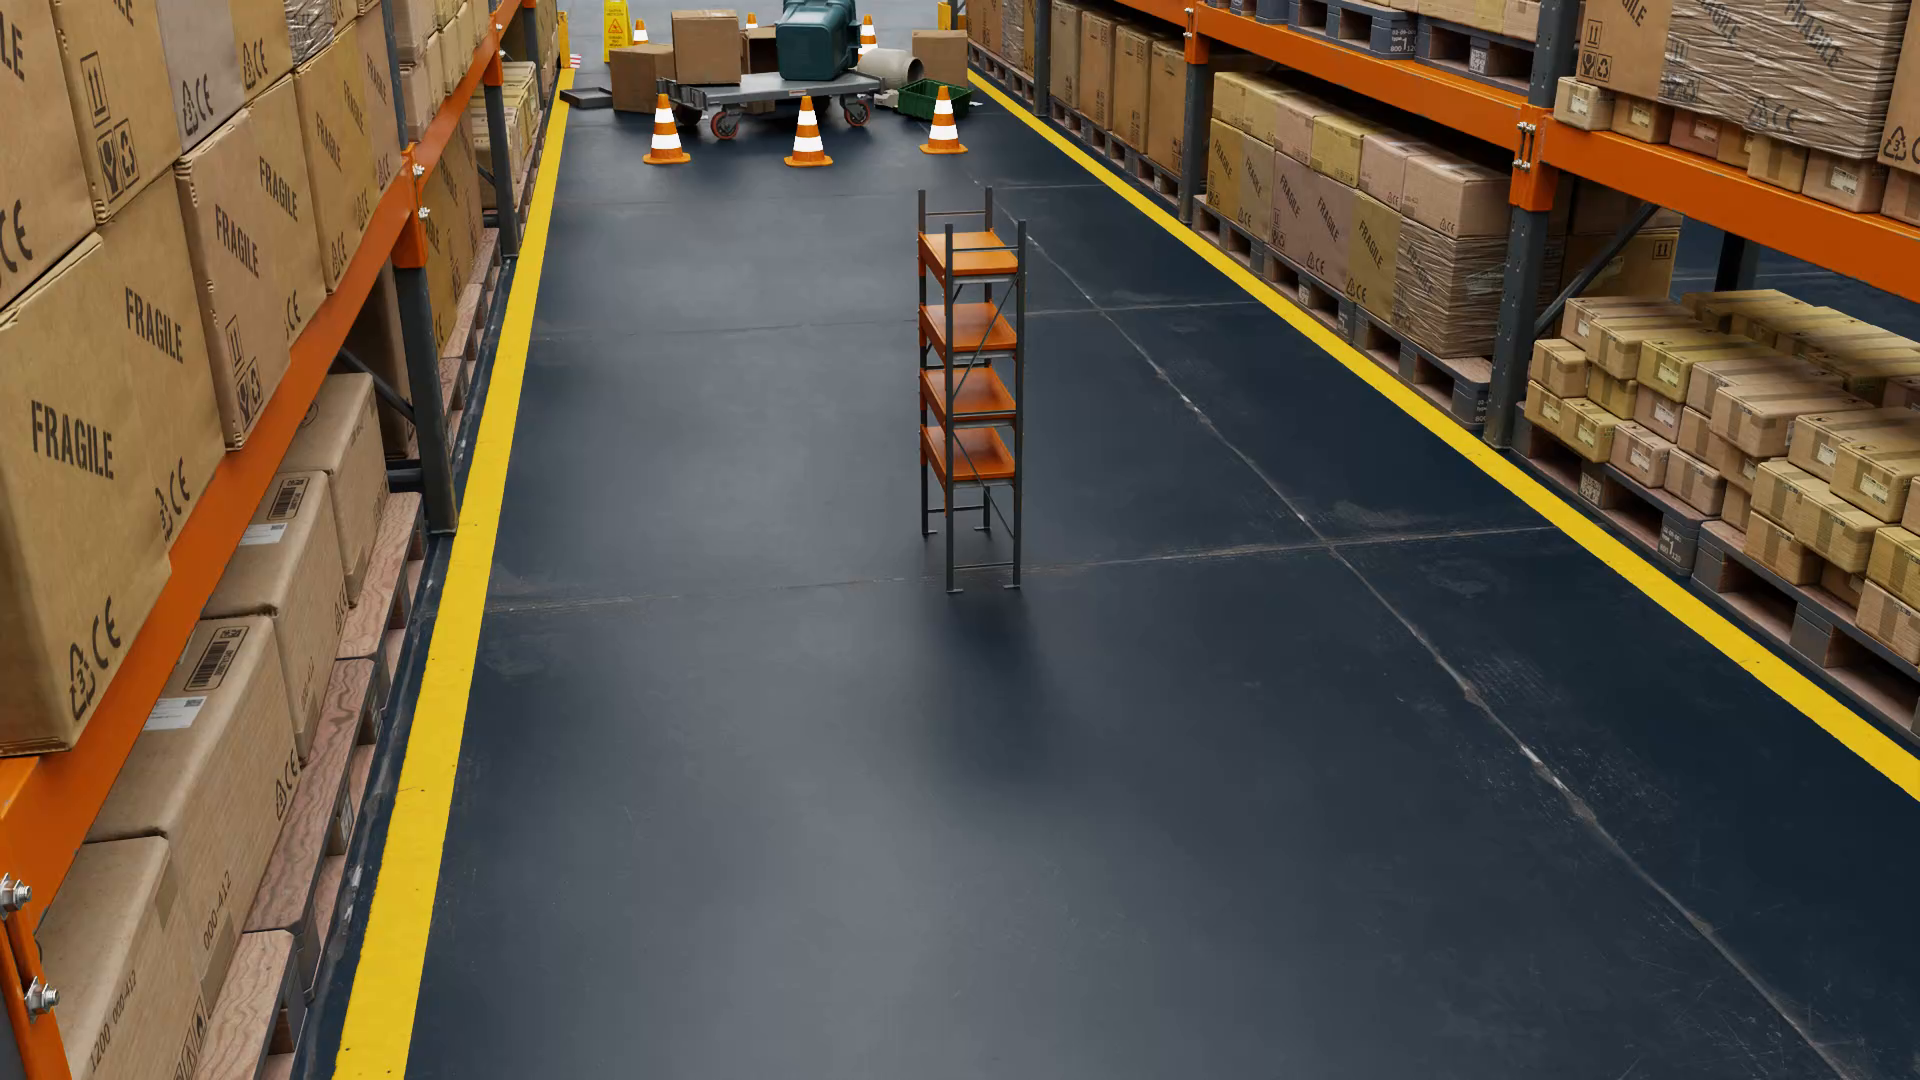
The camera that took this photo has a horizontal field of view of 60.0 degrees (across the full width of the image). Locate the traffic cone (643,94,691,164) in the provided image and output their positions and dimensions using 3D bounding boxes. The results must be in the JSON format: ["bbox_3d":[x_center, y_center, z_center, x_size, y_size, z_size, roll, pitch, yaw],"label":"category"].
[{"bbox_3d":[-2.130,-2.977,11.988,0.336,0.463,0.334,-4,24,-10],"label":"traffic cone"}]

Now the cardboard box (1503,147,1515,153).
[{"bbox_3d":[2.612,-1.693,7.540,0.500,0.250,0.500,-4,24,-8],"label":"cardboard box"}]

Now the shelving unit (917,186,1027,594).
[{"bbox_3d":[0.031,-0.485,5.361,0.258,1.200,0.503,-4,24,-10],"label":"shelving unit"}]

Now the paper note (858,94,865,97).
[{"bbox_3d":[-0.939,-3.964,14.798,0.172,0.023,0.155,4,24,9],"label":"paper note"}]

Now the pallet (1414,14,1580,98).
[{"bbox_3d":[2.592,-2.006,6.836,1.003,0.211,1.213,-4,24,-10],"label":"pallet"}]

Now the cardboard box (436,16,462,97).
[{"bbox_3d":[-2.254,-1.907,6.556,0.500,0.250,0.500,-4,24,-10],"label":"cardboard box"}]

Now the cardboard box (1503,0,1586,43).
[{"bbox_3d":[2.322,-2.002,6.375,0.380,0.149,0.250,-5,24,-11],"label":"cardboard box"}]

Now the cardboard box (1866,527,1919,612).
[{"bbox_3d":[2.716,0.072,4.502,0.380,0.149,0.250,-3,24,-7],"label":"cardboard box"}]

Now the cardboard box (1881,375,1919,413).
[{"bbox_3d":[3.163,-0.418,5.254,0.380,0.149,0.250,-5,24,-12],"label":"cardboard box"}]

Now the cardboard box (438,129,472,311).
[{"bbox_3d":[-2.788,-1.540,7.658,0.875,0.875,0.875,-4,24,-9],"label":"cardboard box"}]

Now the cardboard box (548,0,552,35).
[{"bbox_3d":[-3.884,-4.673,14.676,0.500,0.500,0.500,-5,24,-11],"label":"cardboard box"}]

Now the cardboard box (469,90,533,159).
[{"bbox_3d":[-3.369,-2.750,11.057,0.950,0.372,0.625,-4,24,-8],"label":"cardboard box"}]

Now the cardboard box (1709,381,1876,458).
[{"bbox_3d":[2.576,-0.375,5.155,0.380,0.149,0.250,-4,24,-9],"label":"cardboard box"}]

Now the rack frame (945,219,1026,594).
[{"bbox_3d":[0.076,-0.389,5.141,0.240,1.200,0.015,-4,24,-10],"label":"rack frame"}]

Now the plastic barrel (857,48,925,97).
[{"bbox_3d":[-0.606,-4.082,14.567,0.512,0.421,0.421,13,27,27],"label":"plastic barrel"}]

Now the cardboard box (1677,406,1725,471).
[{"bbox_3d":[2.605,-0.347,5.461,0.380,0.149,0.250,-6,24,-12],"label":"cardboard box"}]

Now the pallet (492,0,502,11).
[{"bbox_3d":[-3.232,-3.135,9.419,1.213,0.211,1.003,-4,24,-10],"label":"pallet"}]

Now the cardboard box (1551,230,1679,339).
[{"bbox_3d":[2.714,-1.140,7.211,0.500,0.500,0.500,-3,24,-8],"label":"cardboard box"}]

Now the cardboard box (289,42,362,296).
[{"bbox_3d":[-1.711,-0.861,3.848,0.500,0.500,0.500,-5,24,-11],"label":"cardboard box"}]

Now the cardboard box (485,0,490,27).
[{"bbox_3d":[-2.647,-2.702,8.376,0.500,0.250,0.500,-5,24,-12],"label":"cardboard box"}]

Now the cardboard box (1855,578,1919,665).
[{"bbox_3d":[2.718,0.208,4.563,0.380,0.149,0.250,-4,24,-9],"label":"cardboard box"}]

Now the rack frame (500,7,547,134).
[{"bbox_3d":[-3.735,-4.524,12.360,1.000,3.000,0.127,-4,24,-10],"label":"rack frame"}]

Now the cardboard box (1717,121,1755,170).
[{"bbox_3d":[2.587,-1.228,5.127,0.380,0.149,0.250,-5,24,-12],"label":"cardboard box"}]

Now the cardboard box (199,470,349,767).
[{"bbox_3d":[-2.079,0.212,4.194,0.875,0.438,0.875,-5,24,-11],"label":"cardboard box"}]

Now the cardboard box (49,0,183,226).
[{"bbox_3d":[-1.427,-0.720,2.277,0.500,0.500,0.500,-5,24,-11],"label":"cardboard box"}]

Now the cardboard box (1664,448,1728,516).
[{"bbox_3d":[2.584,-0.207,5.514,0.380,0.149,0.250,-5,24,-11],"label":"cardboard box"}]

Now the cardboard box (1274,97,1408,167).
[{"bbox_3d":[1.913,-2.063,8.387,0.500,0.250,0.500,-4,24,-9],"label":"cardboard box"}]

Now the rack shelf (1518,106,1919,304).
[{"bbox_3d":[2.960,-0.667,4.427,1.077,0.370,4.000,-4,24,-10],"label":"rack shelf"}]

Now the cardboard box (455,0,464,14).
[{"bbox_3d":[-2.347,-2.333,6.908,0.500,0.250,0.500,-5,24,-11],"label":"cardboard box"}]

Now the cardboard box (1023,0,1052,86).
[{"bbox_3d":[1.063,-4.401,14.209,0.875,0.875,0.875,-4,24,-9],"label":"cardboard box"}]

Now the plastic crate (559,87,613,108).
[{"bbox_3d":[-3.219,-3.864,14.497,0.402,0.080,0.583,-13,27,-28],"label":"plastic crate"}]

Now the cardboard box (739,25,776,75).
[{"bbox_3d":[-1.662,-4.449,15.309,0.637,0.503,0.797,18,29,36],"label":"cardboard box"}]

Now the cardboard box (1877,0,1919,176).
[{"bbox_3d":[2.718,-1.148,4.134,0.500,0.500,0.500,-3,24,-7],"label":"cardboard box"}]

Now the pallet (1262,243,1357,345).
[{"bbox_3d":[2.216,-1.292,8.445,1.003,0.211,1.213,-4,24,-10],"label":"pallet"}]

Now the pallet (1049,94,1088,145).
[{"bbox_3d":[1.328,-3.354,13.165,1.003,0.211,1.213,-4,24,-10],"label":"pallet"}]

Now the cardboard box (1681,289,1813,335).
[{"bbox_3d":[2.912,-0.821,6.176,0.380,0.149,0.250,-4,24,-8],"label":"cardboard box"}]

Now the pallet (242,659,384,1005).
[{"bbox_3d":[-1.963,0.687,3.914,1.003,0.211,1.213,-4,24,-10],"label":"pallet"}]

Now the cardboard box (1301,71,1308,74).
[{"bbox_3d":[2.235,-2.497,9.382,0.500,0.250,0.500,-5,24,-11],"label":"cardboard box"}]

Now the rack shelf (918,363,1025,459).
[{"bbox_3d":[0.031,-0.423,5.388,0.258,0.148,0.480,-4,24,-10],"label":"rack shelf"}]

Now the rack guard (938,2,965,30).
[{"bbox_3d":[0.367,-5.367,17.414,1.175,0.500,0.348,-4,24,-10],"label":"rack guard"}]

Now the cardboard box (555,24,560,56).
[{"bbox_3d":[-4.056,-4.722,15.724,0.500,0.250,0.500,-4,24,-10],"label":"cardboard box"}]

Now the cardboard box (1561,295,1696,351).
[{"bbox_3d":[2.450,-0.791,6.107,0.380,0.149,0.250,-3,24,-8],"label":"cardboard box"}]

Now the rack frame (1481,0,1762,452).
[{"bbox_3d":[2.590,-1.783,6.085,1.000,3.000,0.127,-4,24,-10],"label":"rack frame"}]

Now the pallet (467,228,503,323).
[{"bbox_3d":[-2.924,-1.357,8.593,1.003,0.211,1.213,-4,24,-10],"label":"pallet"}]

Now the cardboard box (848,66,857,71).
[{"bbox_3d":[-1.017,-4.217,15.073,0.396,0.266,0.258,0,24,-1],"label":"cardboard box"}]

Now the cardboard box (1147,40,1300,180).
[{"bbox_3d":[1.826,-2.764,10.617,1.050,0.750,0.750,-5,24,-10],"label":"cardboard box"}]

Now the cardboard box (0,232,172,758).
[{"bbox_3d":[-1.323,-0.059,2.013,0.500,0.500,0.500,-4,24,-10],"label":"cardboard box"}]

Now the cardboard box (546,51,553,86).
[{"bbox_3d":[-3.689,-3.917,13.882,0.500,0.250,0.500,-3,24,-7],"label":"cardboard box"}]

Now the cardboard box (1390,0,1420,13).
[{"bbox_3d":[2.126,-2.410,7.309,0.380,0.149,0.250,-5,24,-12],"label":"cardboard box"}]

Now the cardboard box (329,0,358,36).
[{"bbox_3d":[-1.811,-1.516,4.098,0.500,0.500,0.500,-5,24,-11],"label":"cardboard box"}]

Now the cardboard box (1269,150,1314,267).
[{"bbox_3d":[1.927,-1.707,8.509,0.500,0.500,0.500,-5,24,-11],"label":"cardboard box"}]
